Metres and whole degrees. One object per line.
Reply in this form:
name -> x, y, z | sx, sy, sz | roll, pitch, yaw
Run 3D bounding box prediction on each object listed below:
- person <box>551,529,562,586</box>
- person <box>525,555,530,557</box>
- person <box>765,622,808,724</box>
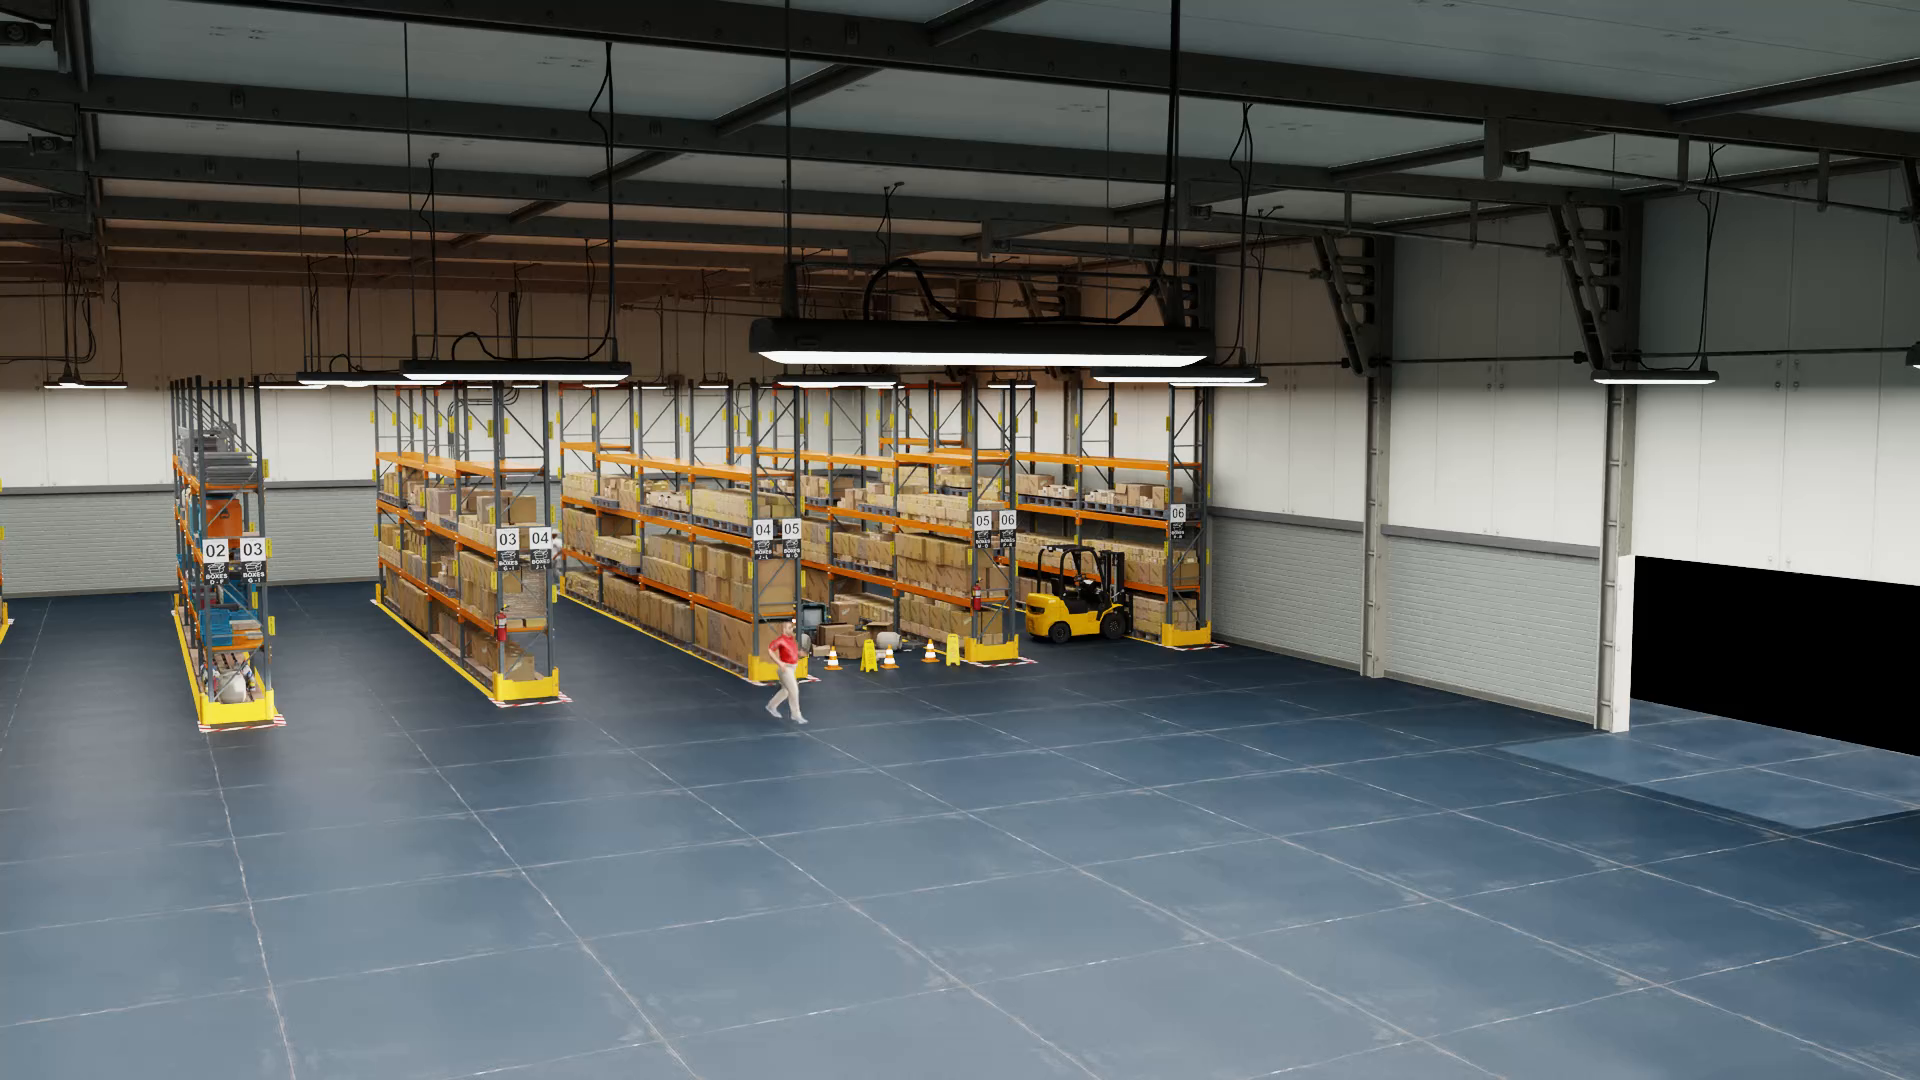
person -> -11.894, 0.558, 48.443 | 0.751, 1.795, 0.762 | -1, 5, -14
person -> -11.797, 0.835, 45.419 | 0.601, 1.666, 0.626 | -2, 6, -24
person -> -3.002, 2.295, 28.864 | 0.807, 1.763, 0.653 | 1, 5, 14
